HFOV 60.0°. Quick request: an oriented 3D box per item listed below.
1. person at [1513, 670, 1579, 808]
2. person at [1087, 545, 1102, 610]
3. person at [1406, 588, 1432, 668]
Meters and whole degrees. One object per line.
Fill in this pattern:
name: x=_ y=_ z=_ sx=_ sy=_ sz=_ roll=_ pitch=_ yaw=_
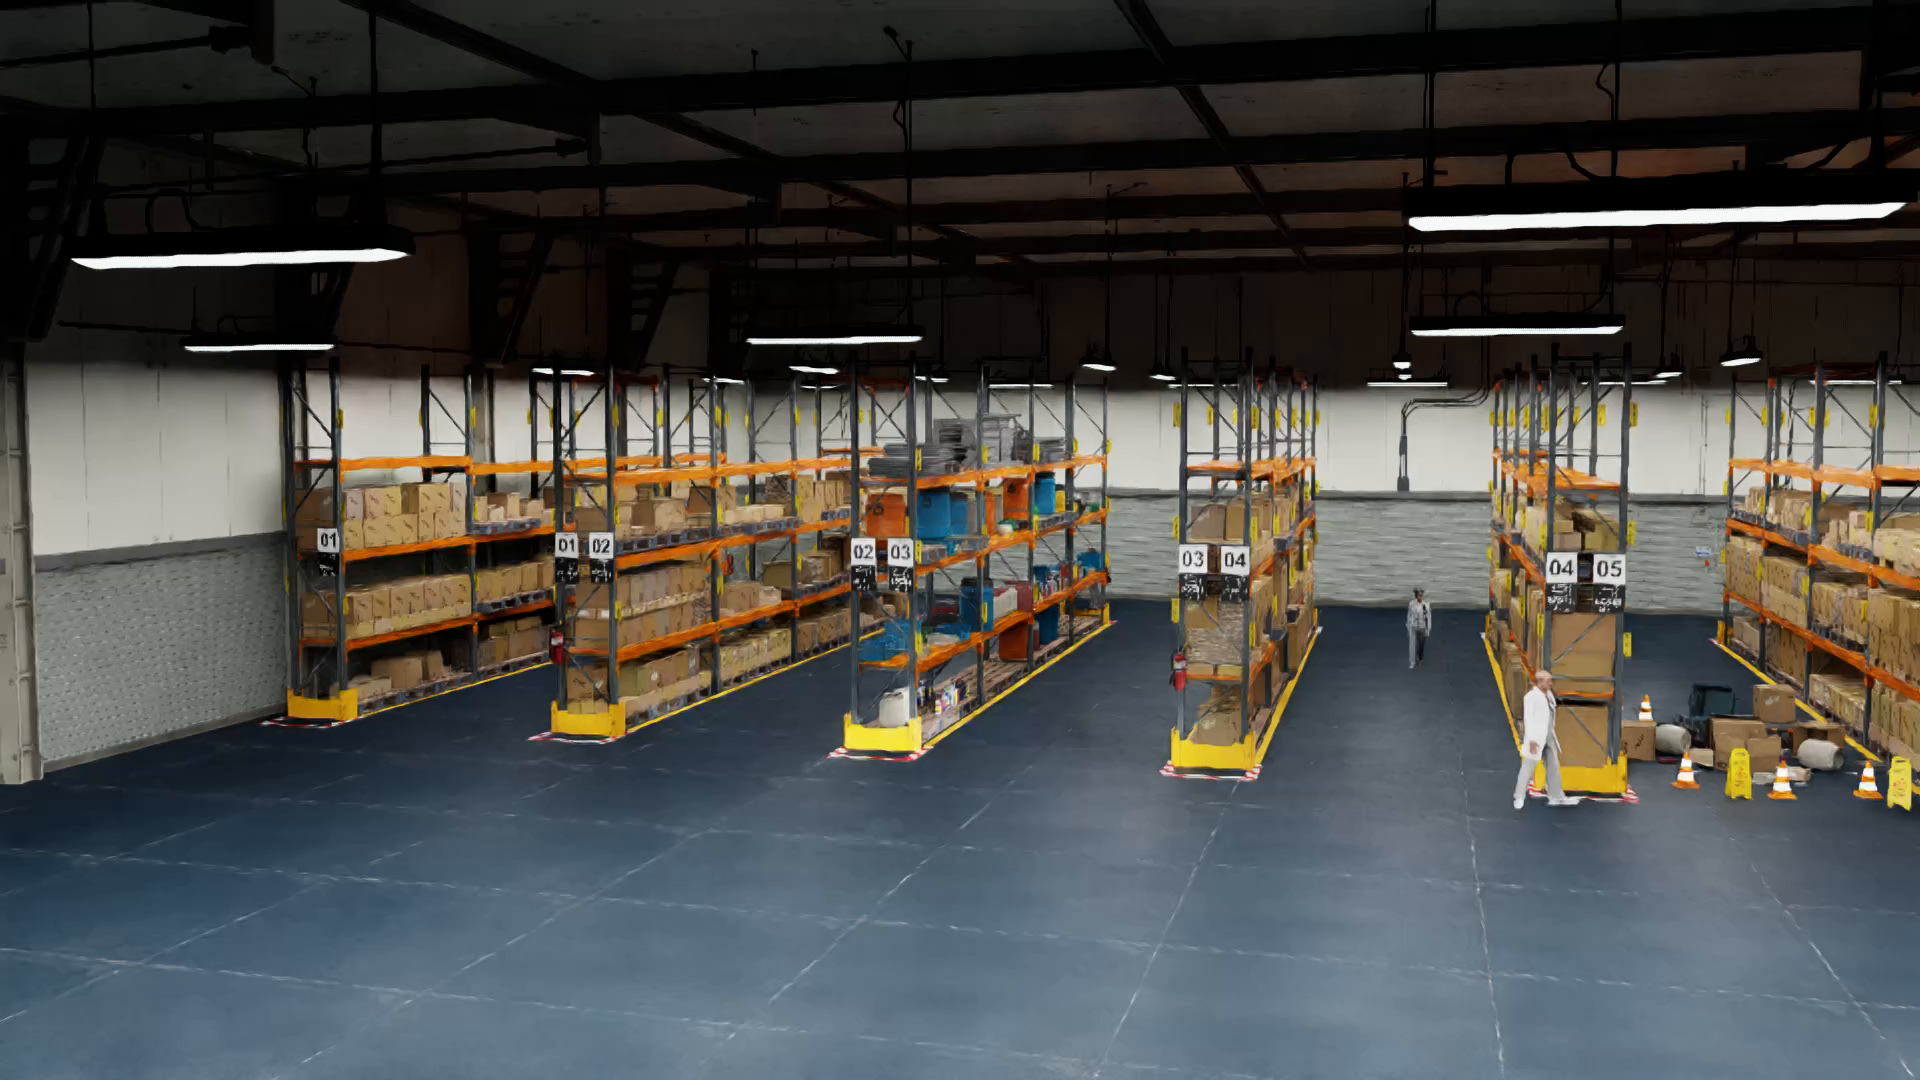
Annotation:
person: x=7.467 y=2.539 z=21.295 sx=0.781 sy=1.771 sz=0.612 roll=-3 pitch=5 yaw=-36
person: x=3.551 y=0.975 z=43.738 sx=0.478 sy=1.672 sz=0.570 roll=-2 pitch=4 yaw=-21
person: x=9.206 y=1.741 z=33.341 sx=0.488 sy=1.590 sz=1.089 roll=1 pitch=4 yaw=13
